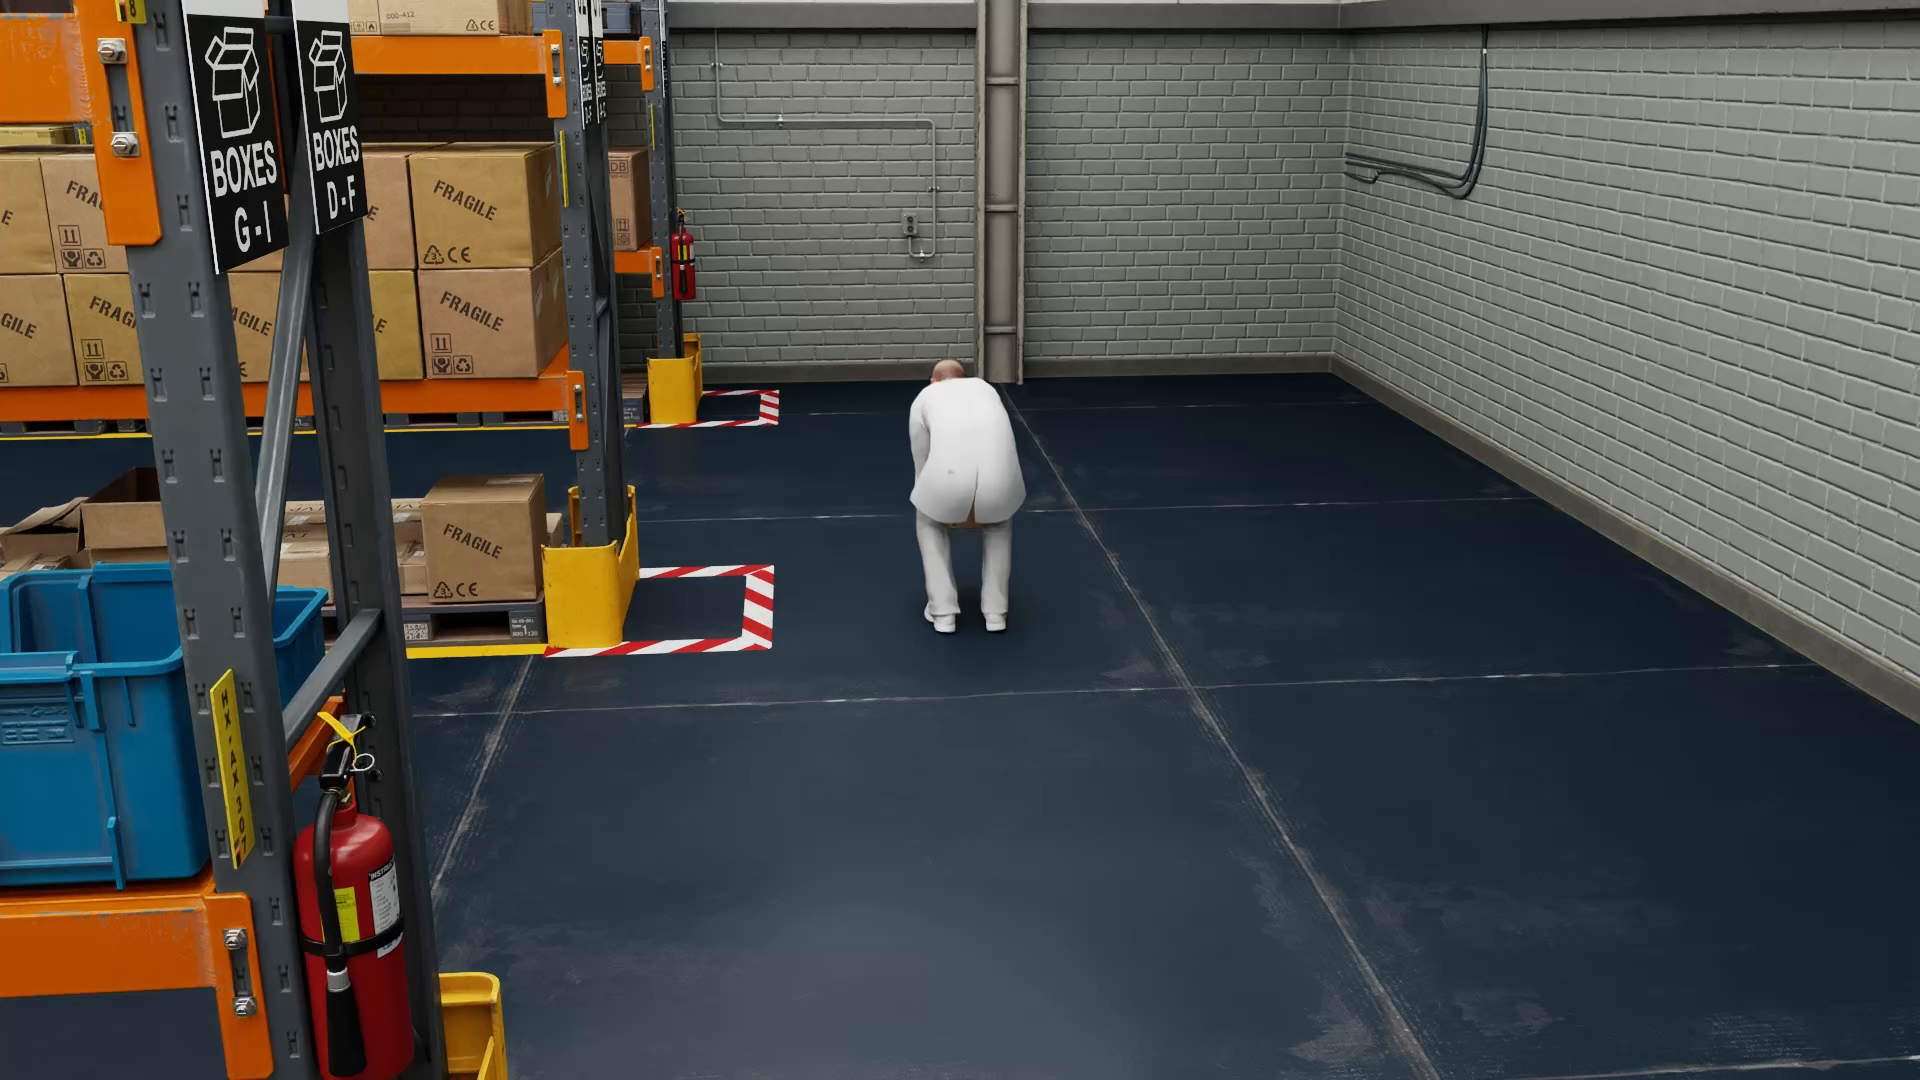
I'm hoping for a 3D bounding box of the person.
[{"bbox_3d":[0.015,-0.242,8.303,0.574,1.257,0.917,-2,17,-8],"label":"person"}]
